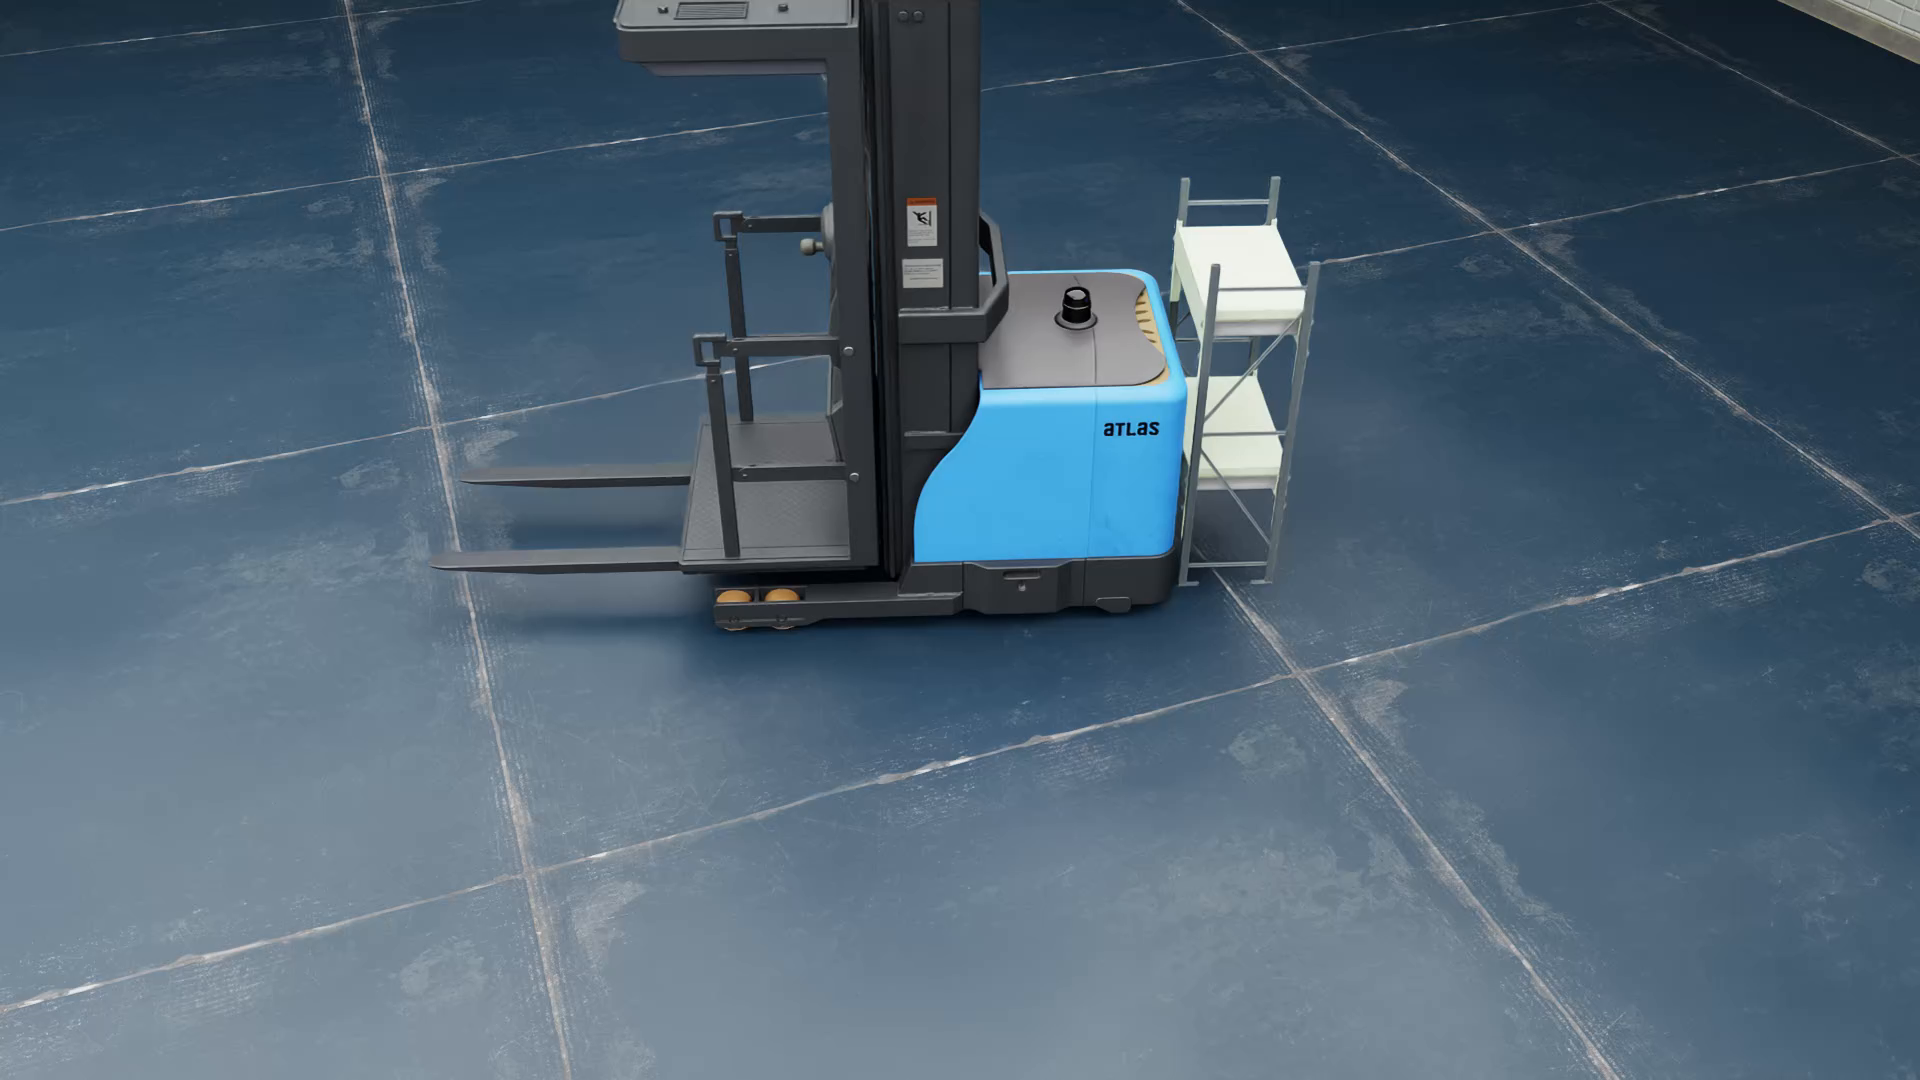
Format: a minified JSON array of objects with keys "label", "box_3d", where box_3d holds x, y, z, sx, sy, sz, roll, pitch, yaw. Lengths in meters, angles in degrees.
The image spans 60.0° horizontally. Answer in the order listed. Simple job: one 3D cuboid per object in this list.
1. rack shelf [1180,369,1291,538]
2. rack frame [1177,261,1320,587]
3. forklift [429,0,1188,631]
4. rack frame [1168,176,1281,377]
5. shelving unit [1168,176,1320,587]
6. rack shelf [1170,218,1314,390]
[{"label":"rack shelf","box_3d":[1.101,-0.374,7.041,0.431,0.370,0.720,-1,37,-2]},{"label":"rack frame","box_3d":[1.119,-0.415,6.553,0.400,1.500,0.023,-1,37,-2]},{"label":"forklift","box_3d":[-0.656,-1.129,6.312,3.031,2.935,1.130,-2,37,-2]},{"label":"rack frame","box_3d":[1.086,-0.855,7.137,0.400,1.500,0.023,-1,37,-2]},{"label":"shelving unit","box_3d":[1.103,-0.635,6.845,0.431,1.500,0.755,-1,37,-2]},{"label":"rack shelf","box_3d":[1.104,-0.947,6.610,0.431,0.370,0.720,-1,37,-2]}]
